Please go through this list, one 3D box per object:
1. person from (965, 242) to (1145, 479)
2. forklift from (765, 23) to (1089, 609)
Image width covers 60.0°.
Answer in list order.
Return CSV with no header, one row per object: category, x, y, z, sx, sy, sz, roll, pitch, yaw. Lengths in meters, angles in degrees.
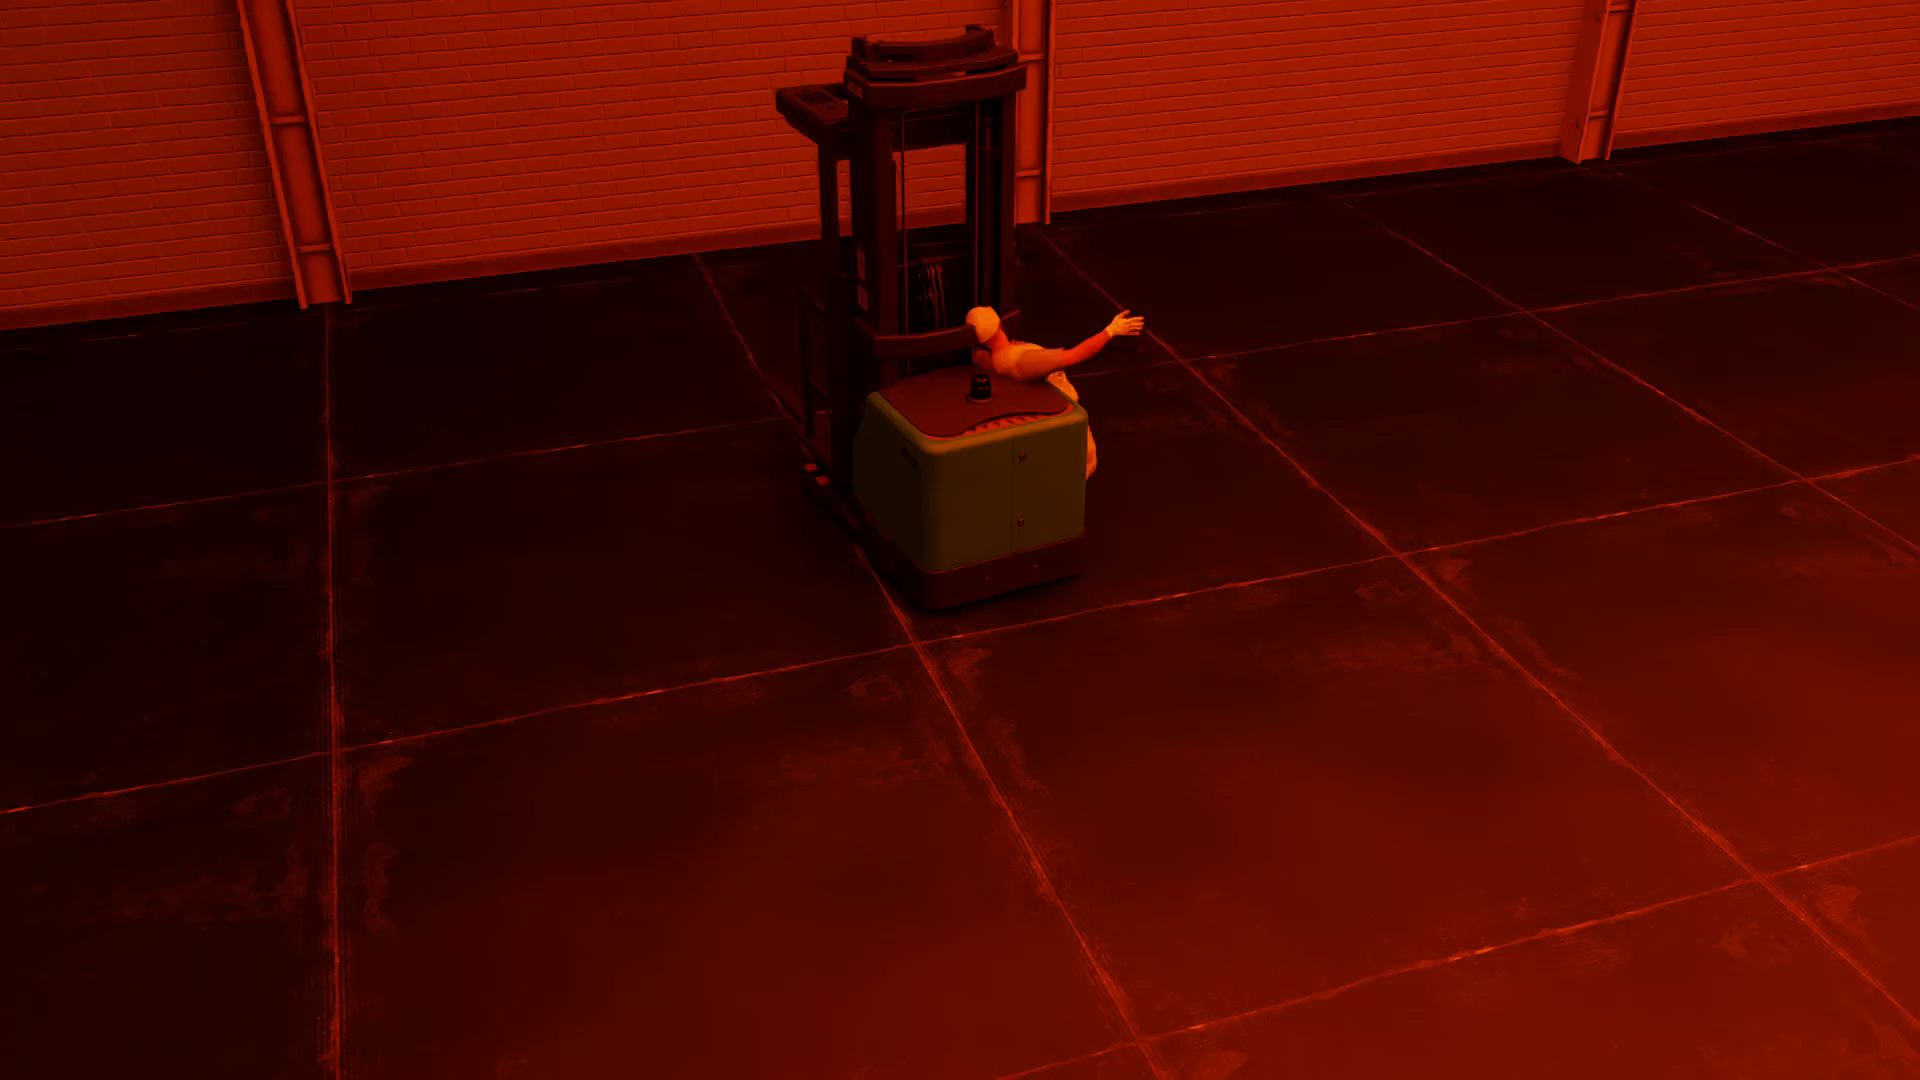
person,0.481,-0.791,9.697,1.052,1.658,0.723,21,36,32
forklift,-0.381,-1.597,9.863,1.130,2.935,3.031,-14,33,-23
